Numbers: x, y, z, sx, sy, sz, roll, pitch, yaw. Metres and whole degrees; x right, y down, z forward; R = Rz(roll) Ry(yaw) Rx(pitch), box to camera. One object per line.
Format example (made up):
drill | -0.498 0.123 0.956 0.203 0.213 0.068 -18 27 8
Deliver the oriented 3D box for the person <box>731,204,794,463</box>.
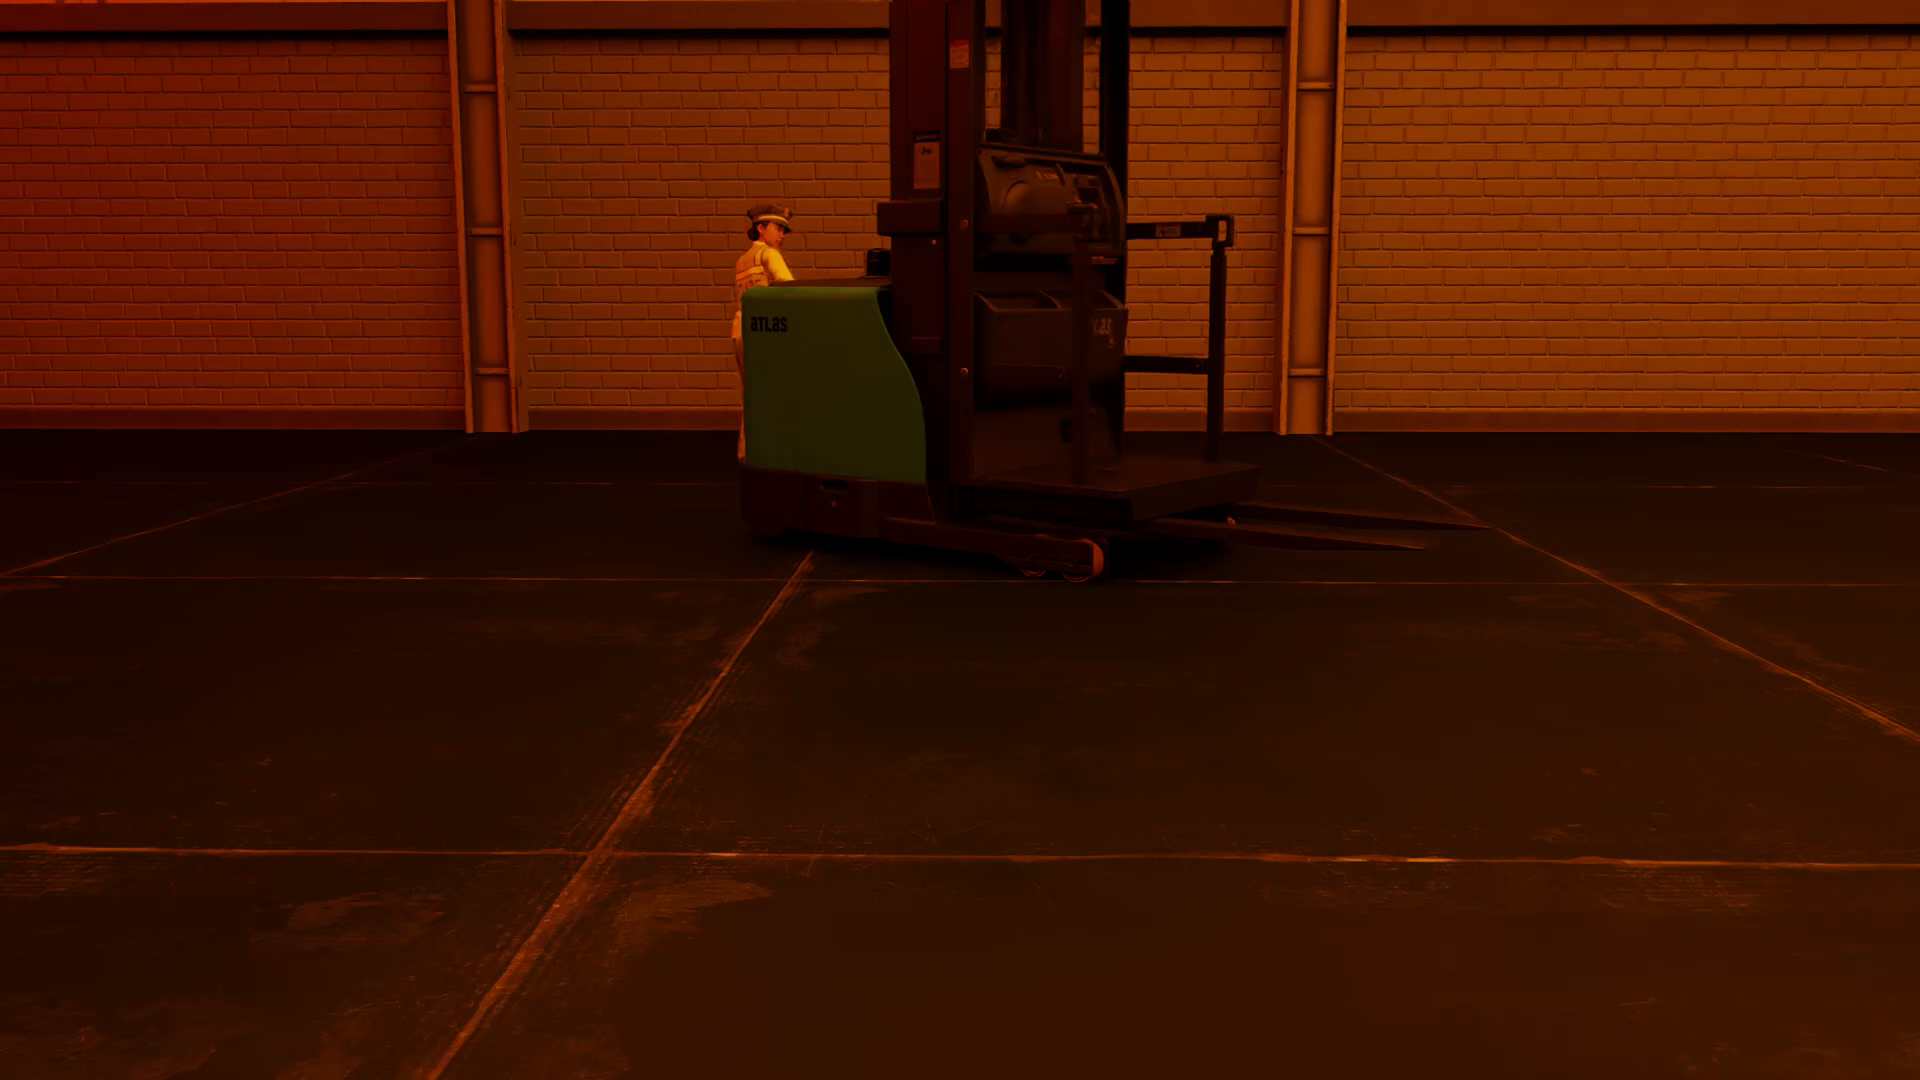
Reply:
person | -1.004 -1.160 9.667 0.801 1.556 0.799 6 10 33

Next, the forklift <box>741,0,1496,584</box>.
forklift | 0.532 -1.380 6.451 3.031 2.935 1.130 7 11 37
